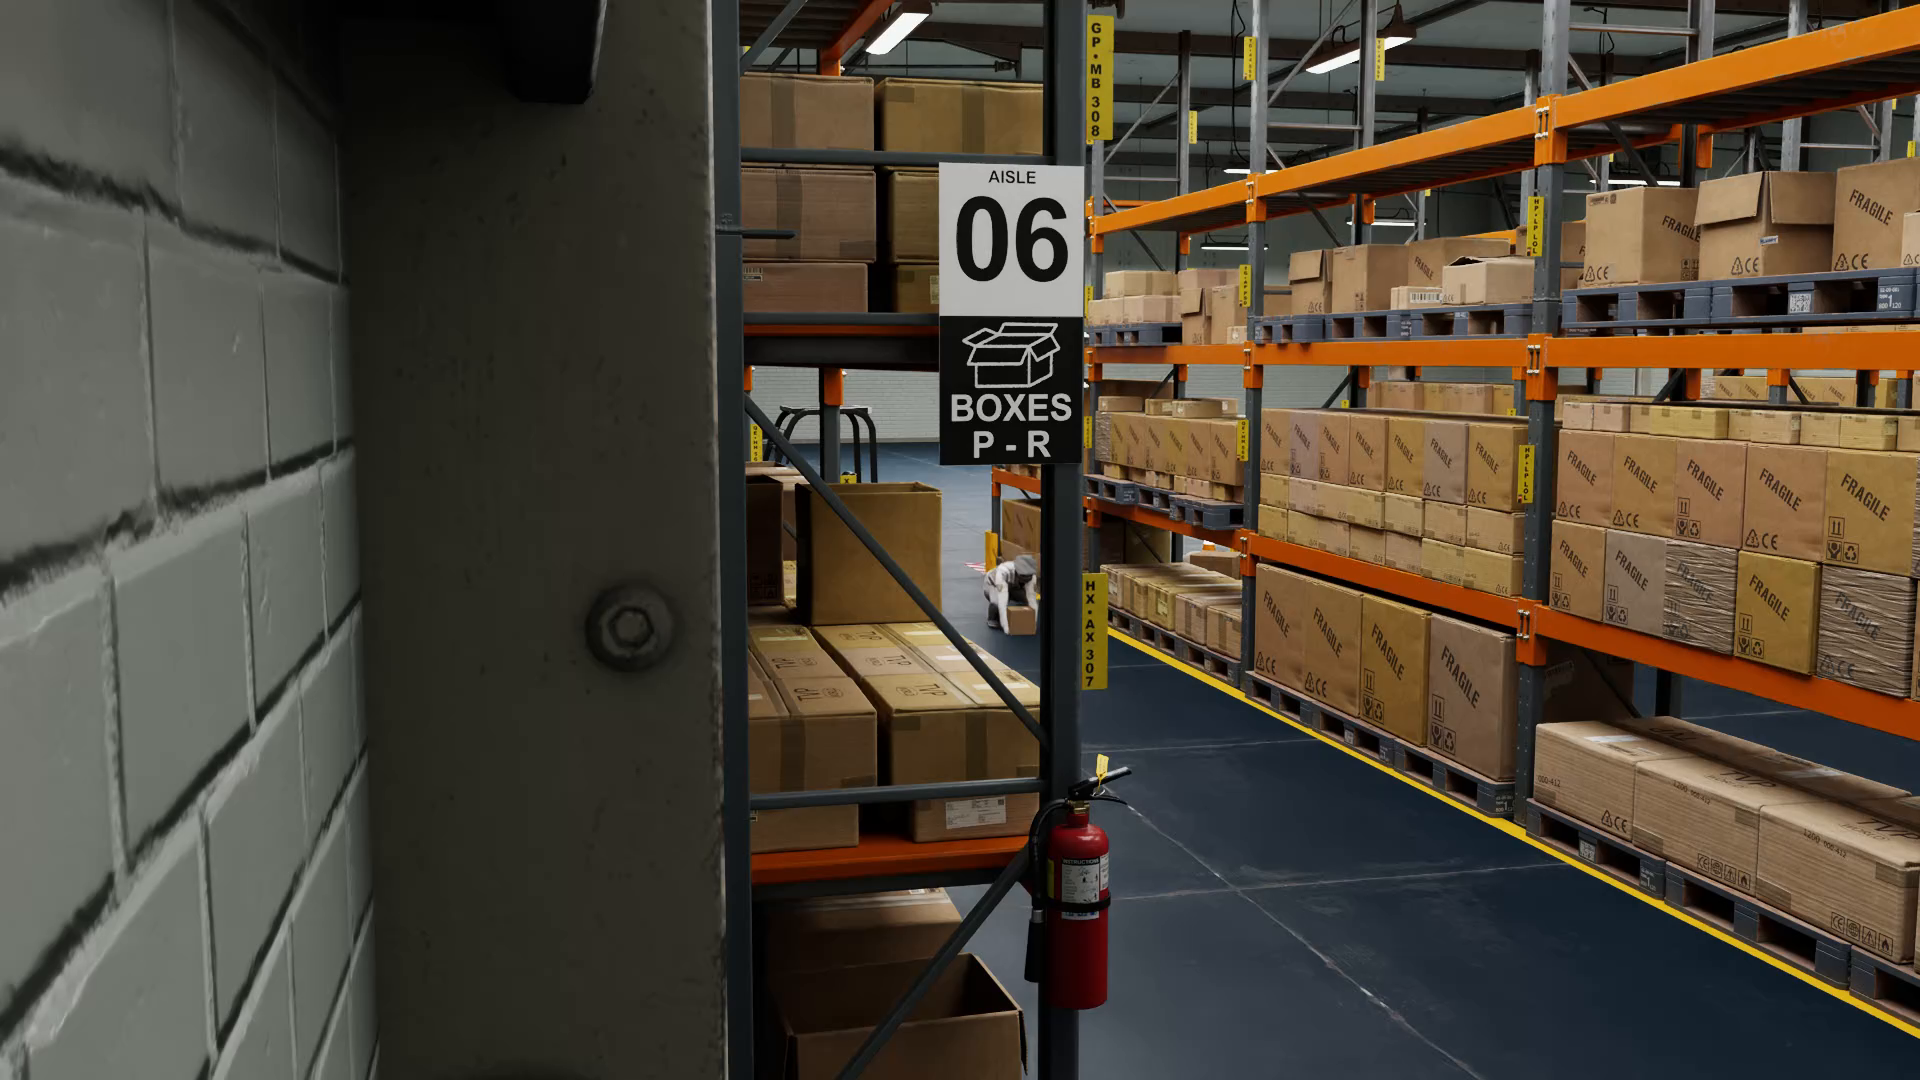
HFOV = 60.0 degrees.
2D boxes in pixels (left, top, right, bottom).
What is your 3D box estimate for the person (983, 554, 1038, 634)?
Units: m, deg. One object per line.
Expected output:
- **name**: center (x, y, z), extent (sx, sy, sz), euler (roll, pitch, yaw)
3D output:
- **person**: center (0.512, 0.533, 16.625), extent (0.475, 0.843, 0.884), euler (-2, 6, -15)
